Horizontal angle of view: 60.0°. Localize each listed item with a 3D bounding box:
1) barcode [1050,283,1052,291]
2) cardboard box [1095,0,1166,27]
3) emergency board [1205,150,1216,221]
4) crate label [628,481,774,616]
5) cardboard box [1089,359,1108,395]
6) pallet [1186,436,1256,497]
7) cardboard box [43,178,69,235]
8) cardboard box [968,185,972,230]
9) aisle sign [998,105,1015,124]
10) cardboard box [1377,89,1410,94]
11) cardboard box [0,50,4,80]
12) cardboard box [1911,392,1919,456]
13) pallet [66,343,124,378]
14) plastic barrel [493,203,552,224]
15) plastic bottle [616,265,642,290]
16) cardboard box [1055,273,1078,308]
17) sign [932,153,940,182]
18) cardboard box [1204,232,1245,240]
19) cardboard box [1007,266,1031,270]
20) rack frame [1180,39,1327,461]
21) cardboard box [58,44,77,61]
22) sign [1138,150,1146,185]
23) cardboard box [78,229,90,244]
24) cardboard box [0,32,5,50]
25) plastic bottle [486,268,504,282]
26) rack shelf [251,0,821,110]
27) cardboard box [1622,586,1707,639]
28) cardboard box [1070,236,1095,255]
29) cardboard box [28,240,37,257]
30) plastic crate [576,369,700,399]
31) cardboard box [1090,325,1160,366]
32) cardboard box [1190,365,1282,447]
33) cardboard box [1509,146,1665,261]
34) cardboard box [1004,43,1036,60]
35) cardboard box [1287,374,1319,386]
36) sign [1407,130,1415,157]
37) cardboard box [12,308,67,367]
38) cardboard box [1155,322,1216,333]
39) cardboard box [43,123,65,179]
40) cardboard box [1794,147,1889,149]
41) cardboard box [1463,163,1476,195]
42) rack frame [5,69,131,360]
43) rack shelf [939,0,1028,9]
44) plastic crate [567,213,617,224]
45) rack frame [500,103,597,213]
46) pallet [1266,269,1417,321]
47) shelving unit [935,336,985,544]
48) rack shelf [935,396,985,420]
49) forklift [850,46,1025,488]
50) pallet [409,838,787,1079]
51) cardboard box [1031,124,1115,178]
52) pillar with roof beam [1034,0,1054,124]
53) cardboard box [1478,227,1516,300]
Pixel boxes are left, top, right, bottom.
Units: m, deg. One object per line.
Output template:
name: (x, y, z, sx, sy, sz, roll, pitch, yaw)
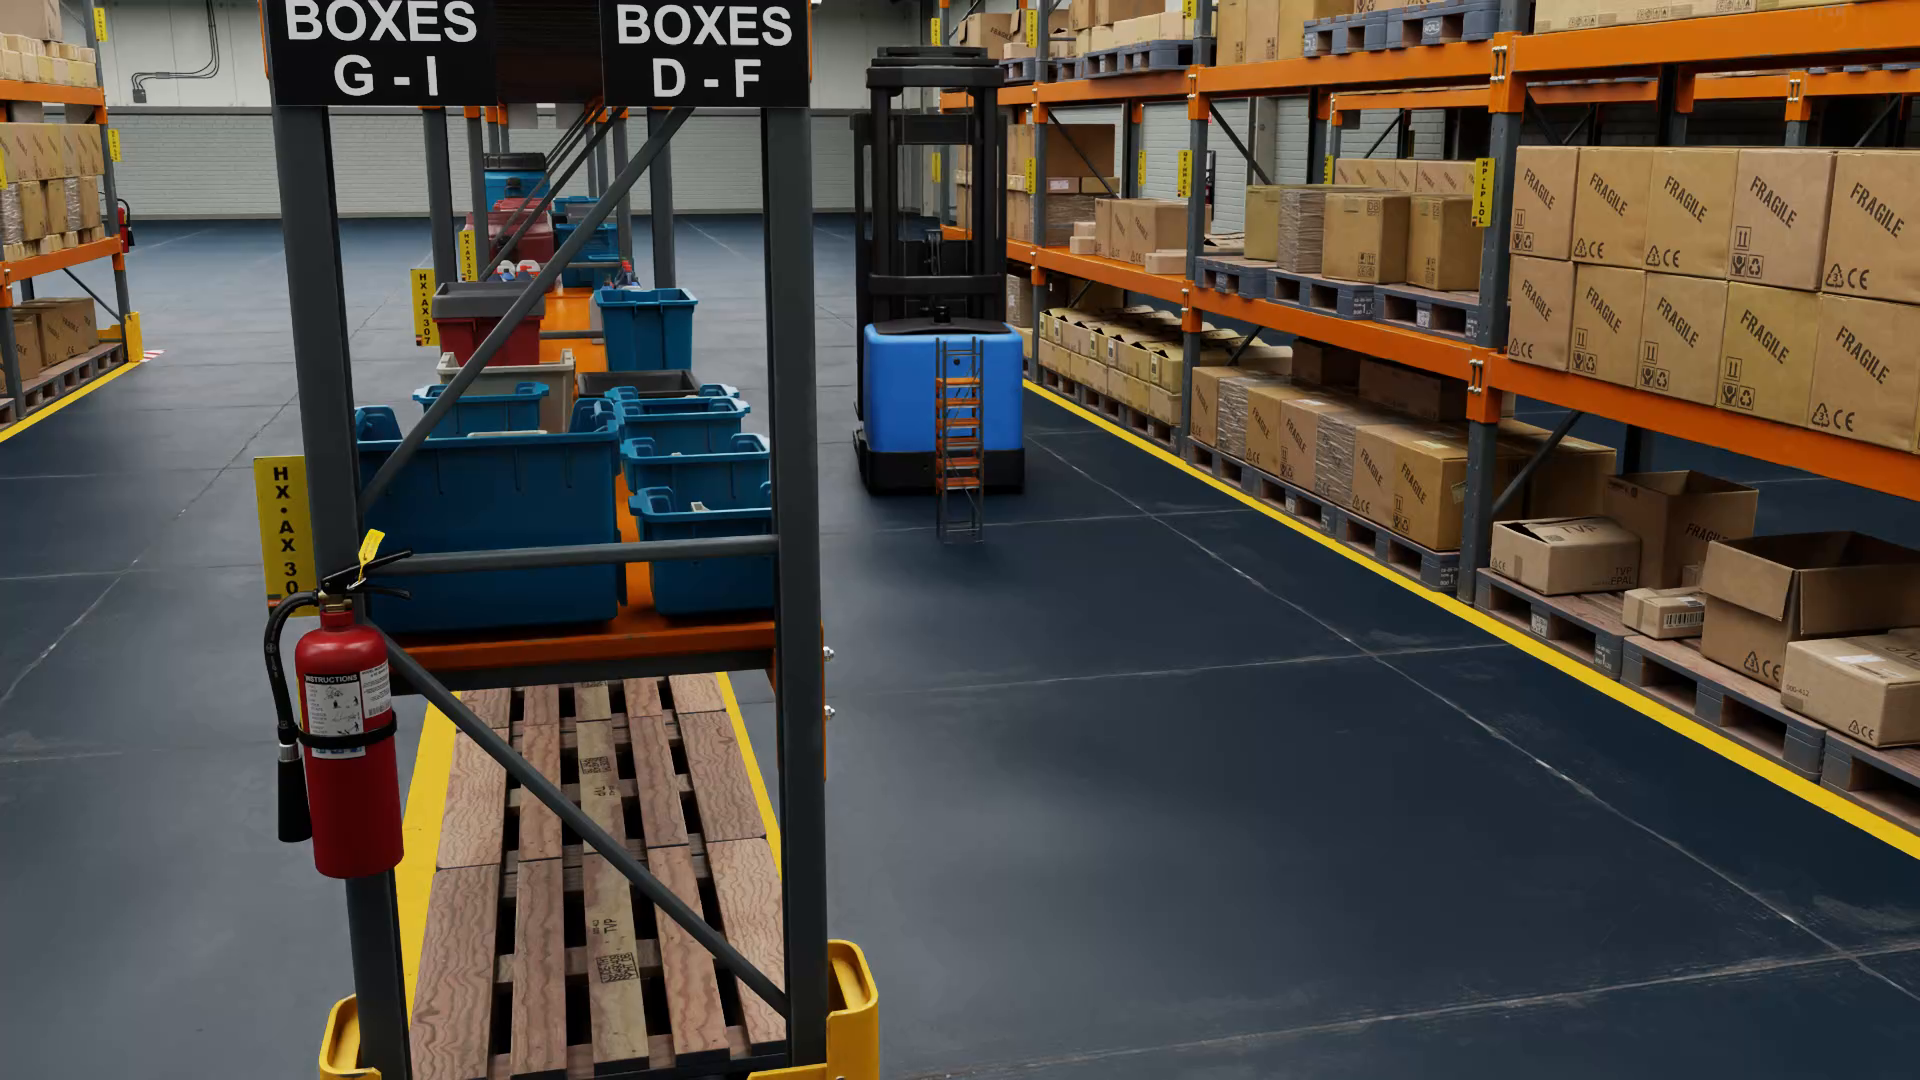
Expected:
barcode: (0.857, -2.387, 15.696, 0.001, 0.075, 0.075, -3, 14, -13)
cardboard box: (1.465, -4.682, 14.301, 0.500, 0.500, 0.500, -2, 14, -8)
emergency board: (4.130, -6.047, 28.356, 0.194, 1.169, 0.643, -3, 14, -13)
crate label: (-0.533, 0.017, 3.765, 0.416, 0.233, 0.303, -3, 14, -13)
cardboard box: (1.418, -1.410, 14.289, 0.500, 0.250, 0.500, -3, 14, -12)
pallet: (2.280, -0.552, 11.742, 1.003, 0.211, 1.213, -3, 14, -13)
cardboard box: (-8.849, -3.097, 15.448, 0.875, 0.500, 0.500, -3, 14, -13)
cardboard box: (0.488, -3.746, 18.728, 0.700, 0.500, 0.500, -3, 14, -12)
aisle sign: (0.533, -5.221, 19.499, 0.394, 0.787, 0.004, -3, 14, -13)
cardboard box: (5.130, -5.382, 19.065, 0.500, 0.500, 0.500, -3, 14, -11)
cardboard box: (-8.285, -3.955, 13.790, 0.500, 0.250, 0.500, -4, 14, -15)
cardboard box: (3.526, -0.492, 5.408, 0.500, 0.500, 0.500, -3, 14, -13)
pallet: (-9.193, -1.814, 16.906, 1.003, 0.211, 1.213, -3, 14, -13)
plastic barrel: (-3.328, -2.293, 12.704, 0.433, 0.535, 0.433, 0, 14, 0)
plastic bottle: (-1.824, -1.336, 9.180, 0.144, 0.351, 0.185, -3, 14, -13)
cardboard box: (1.273, -2.476, 17.069, 0.500, 0.500, 0.500, -3, 14, -13)
sign: (-0.278, -4.356, 19.445, 0.100, 0.325, 0.005, -3, 14, -13)
cardboard box: (2.120, -2.255, 13.024, 0.500, 0.311, 0.500, -3, 14, -14)
cardboard box: (0.522, -2.677, 17.892, 0.500, 0.500, 0.500, -3, 14, -13)
rack frame: (2.142, -2.081, 12.124, 1.000, 3.000, 0.127, -3, 14, -13)
cardboard box: (-8.799, -4.726, 16.108, 0.380, 0.149, 0.250, -3, 14, -13)
sign: (1.727, -3.560, 15.906, 0.100, 0.325, 0.005, -3, 14, -13)
cardboard box: (-8.889, -3.028, 16.530, 0.380, 0.149, 0.250, -3, 14, -13)
cardboard box: (-8.377, -4.244, 14.134, 0.380, 0.149, 0.250, -3, 14, -13)
plastic bottle: (-2.527, -1.307, 9.060, 0.144, 0.351, 0.185, -3, 14, -13)
rack shelf: (-1.265, -1.529, 5.062, 1.077, 0.370, 4.000, -3, 14, -13)
cardboard box: (3.182, 0.312, 7.371, 0.380, 0.166, 0.250, -3, 14, -13)
cardboard box: (1.212, -2.666, 15.048, 0.380, 0.149, 0.250, -3, 14, -13)
cardboard box: (-8.386, -2.568, 14.649, 0.380, 0.149, 0.250, -3, 14, -13)
plastic crate: (-1.211, -0.535, 6.251, 0.437, 0.125, 0.590, -3, 14, -13)
cardboard box: (1.419, -1.681, 14.213, 0.500, 0.311, 0.500, -3, 14, -12)
cardboard box: (1.971, -0.959, 11.874, 0.500, 0.500, 0.500, -3, 14, -11)
cardboard box: (2.918, -1.568, 7.708, 0.500, 0.500, 0.500, -3, 14, -12)
cardboard box: (0.653, -4.874, 16.585, 0.380, 0.149, 0.250, -3, 14, -13)
cardboard box: (2.589, -0.878, 11.539, 0.500, 0.500, 0.500, -3, 14, -11)
sign: (5.621, -4.946, 20.745, 0.100, 0.325, 0.005, -3, 14, -13)
cardboard box: (-8.935, -1.938, 15.923, 0.500, 0.500, 0.500, -2, 14, -8)
cardboard box: (1.934, -1.716, 14.357, 0.500, 0.311, 0.500, -3, 14, -14)
cardboard box: (-8.650, -3.595, 15.376, 0.500, 0.500, 0.500, -3, 14, -13)
cardboard box: (3.693, -1.356, 6.839, 0.500, 0.500, 0.500, -3, 14, -13)
cardboard box: (5.605, -3.674, 17.337, 0.500, 0.500, 0.500, -3, 14, -13)
rack frame: (-9.367, -3.375, 17.422, 1.000, 3.000, 0.127, -3, 14, -13)
rack shelf: (0.732, -5.836, 17.211, 1.077, 0.370, 4.000, -3, 14, -13)
plastic crate: (-2.756, -2.227, 12.586, 0.402, 0.464, 0.583, -3, 14, -13)
rack frame: (-4.553, -3.651, 18.552, 1.000, 3.000, 0.127, -3, 14, -13)
pallet: (2.603, -1.539, 10.312, 1.003, 0.211, 1.213, -3, 14, -13)
shelving unit: (-0.003, -0.586, 9.798, 0.258, 1.200, 0.189, -3, 14, -13)
rack shelf: (-0.003, -0.776, 9.752, 0.258, 0.103, 0.180, -3, 14, -13)
forklift: (-0.233, -2.067, 12.212, 1.130, 2.935, 3.031, -1, 14, -6)
pallet: (-0.951, 1.202, 4.562, 1.003, 0.211, 1.213, -3, 14, -13)
cardboard box: (1.092, -3.785, 16.153, 0.700, 0.500, 0.500, -3, 14, -13)
pillar with roof beam: (-2.330, -10.917, 35.651, 9.100, 9.000, 0.400, -3, 14, -13)
cardboard box: (3.187, -1.533, 8.784, 0.700, 0.500, 0.500, -9, 16, -32)
